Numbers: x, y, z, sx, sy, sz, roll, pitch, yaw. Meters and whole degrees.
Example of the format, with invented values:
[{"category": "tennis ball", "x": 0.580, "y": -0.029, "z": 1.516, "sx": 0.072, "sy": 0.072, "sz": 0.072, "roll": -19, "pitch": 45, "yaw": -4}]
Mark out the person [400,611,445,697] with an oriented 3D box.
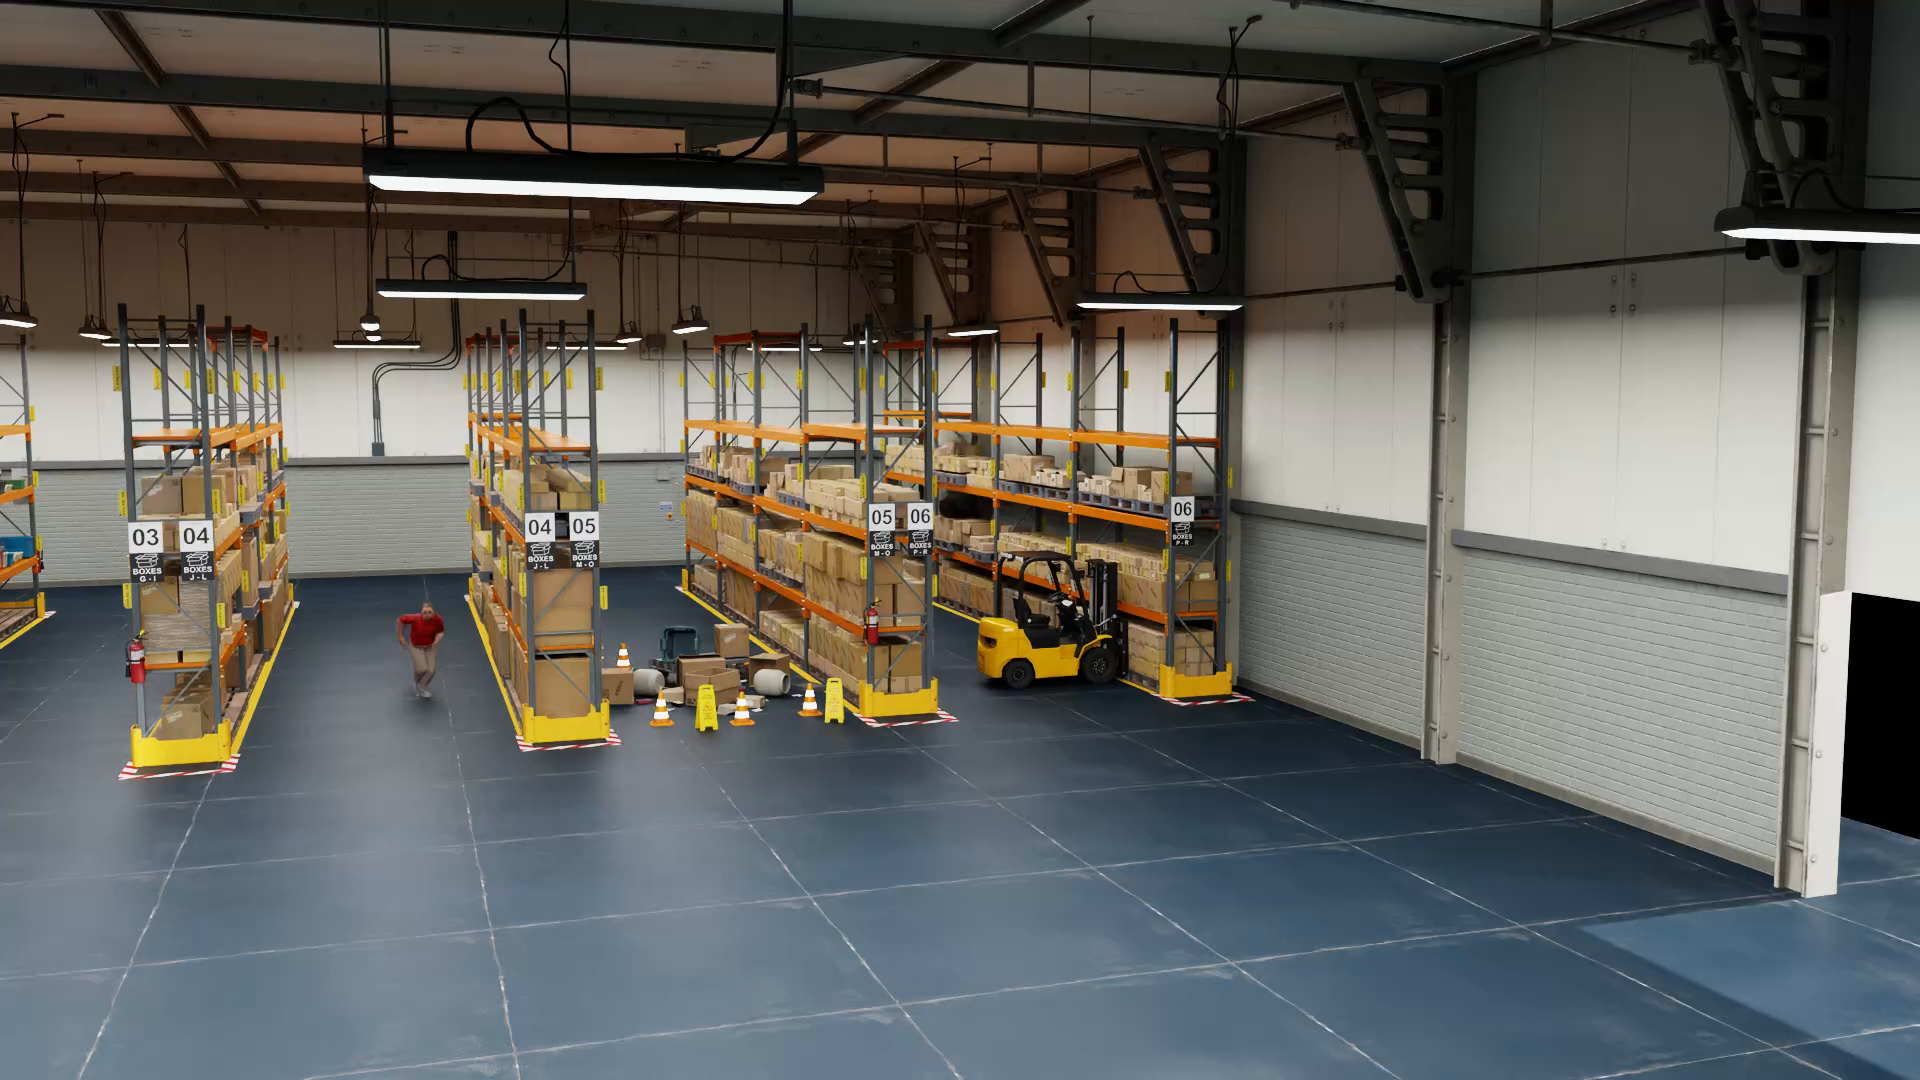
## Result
[{"category": "person", "x": -8.508, "y": 1.789, "z": 26.291, "sx": 0.658, "sy": 1.458, "sz": 0.799, "roll": -3, "pitch": 6, "yaw": -33}]
